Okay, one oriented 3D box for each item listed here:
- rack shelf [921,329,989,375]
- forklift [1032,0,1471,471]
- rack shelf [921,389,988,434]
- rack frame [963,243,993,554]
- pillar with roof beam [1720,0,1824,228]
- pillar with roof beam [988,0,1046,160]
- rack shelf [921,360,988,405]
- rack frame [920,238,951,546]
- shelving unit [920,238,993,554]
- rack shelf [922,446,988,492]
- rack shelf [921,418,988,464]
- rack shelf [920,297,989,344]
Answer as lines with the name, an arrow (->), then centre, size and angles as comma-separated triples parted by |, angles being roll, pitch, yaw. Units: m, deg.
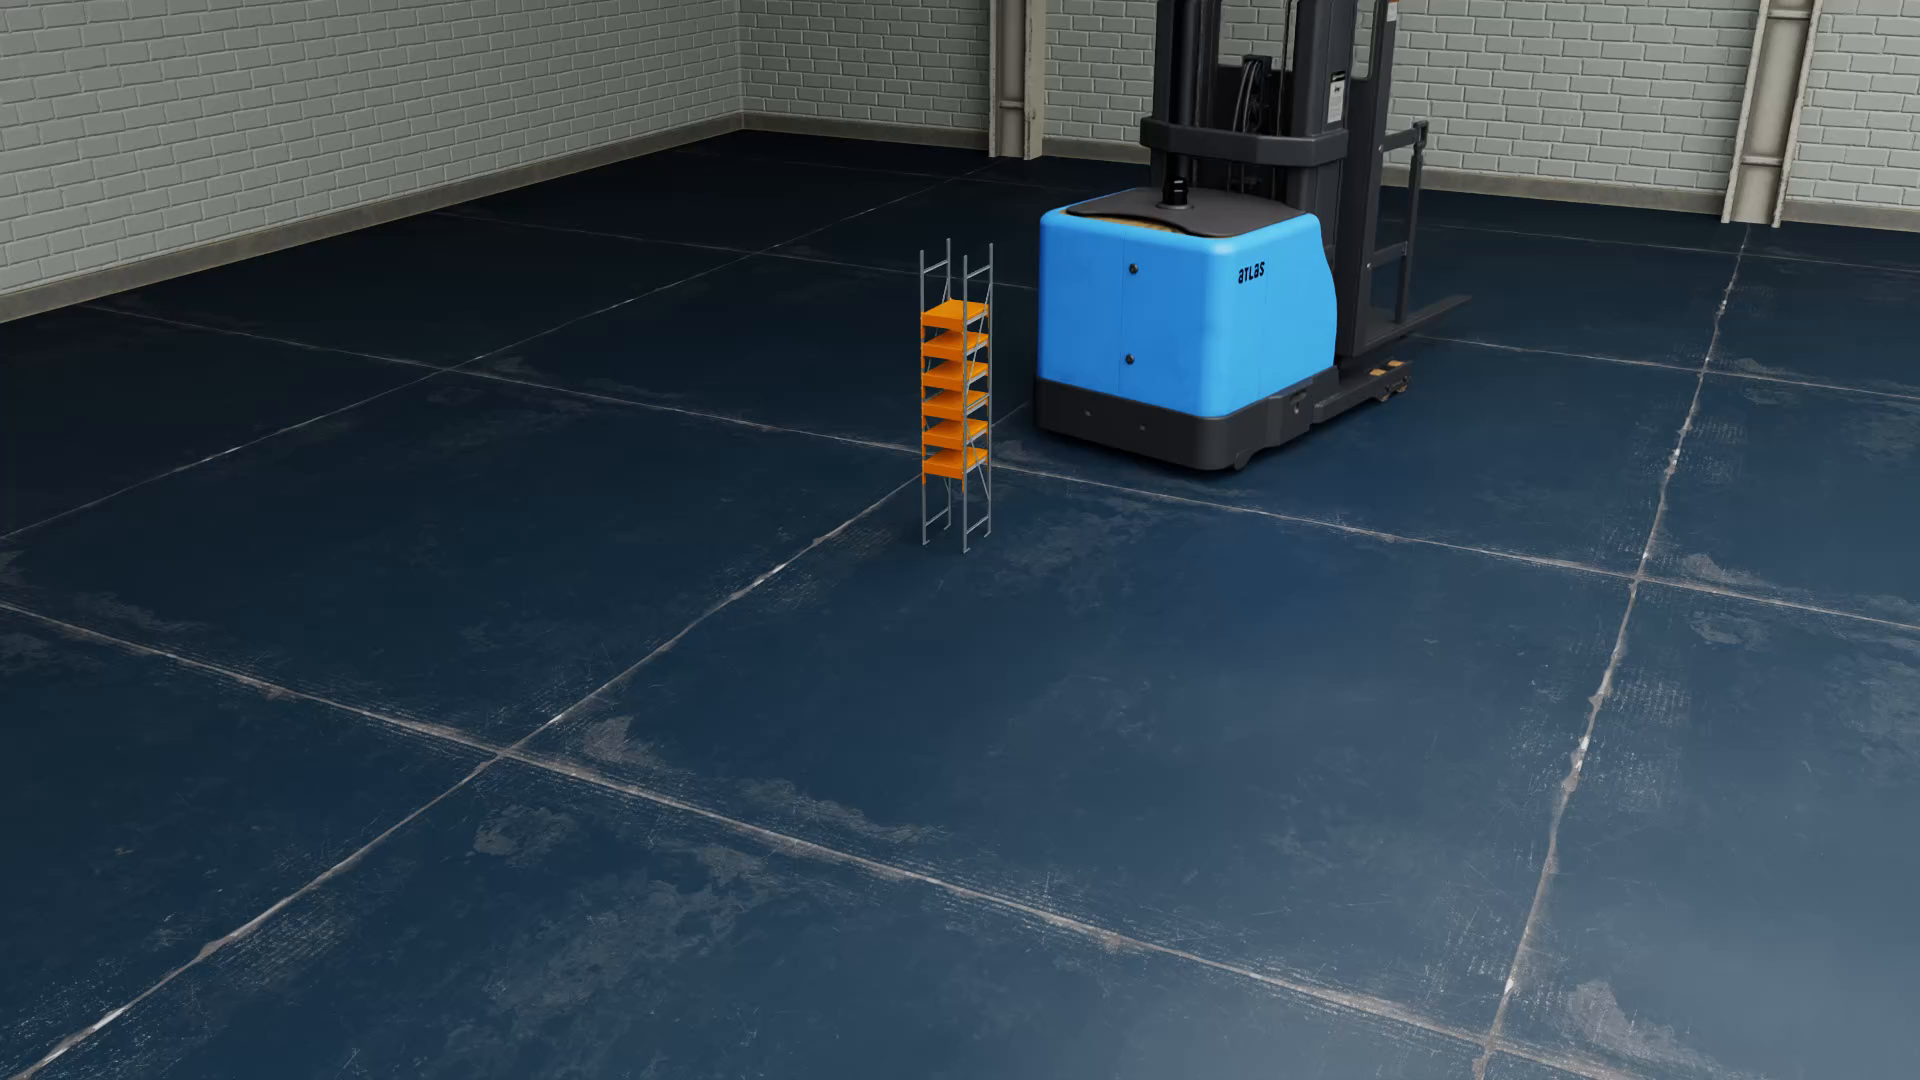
rack shelf -> -0.013, -0.735, 6.445 | 0.180, 0.103, 0.258 | 11, 25, 25
forklift -> 1.673, -2.156, 8.074 | 1.130, 2.935, 3.031 | 18, 29, 36
rack shelf -> -0.013, -0.514, 6.539 | 0.180, 0.103, 0.258 | 11, 25, 25
rack frame -> 0.069, -0.539, 6.483 | 0.006, 1.200, 0.240 | 11, 25, 25
pillar with roof beam -> 3.908, -4.998, 7.004 | 0.400, 9.000, 9.100 | 11, 25, 25
pillar with roof beam -> -1.446, -6.057, 9.495 | 0.400, 9.000, 9.100 | 11, 25, 25
rack shelf -> -0.013, -0.624, 6.492 | 0.180, 0.103, 0.258 | 11, 25, 25
rack frame -> -0.095, -0.571, 6.559 | 0.006, 1.200, 0.240 | 11, 25, 25
shelving unit -> -0.013, -0.555, 6.521 | 0.189, 1.200, 0.258 | 11, 25, 25
rack shelf -> -0.013, -0.293, 6.633 | 0.180, 0.103, 0.258 | 11, 25, 25
rack shelf -> -0.013, -0.403, 6.586 | 0.180, 0.103, 0.258 | 11, 25, 25
rack shelf -> -0.013, -0.845, 6.398 | 0.180, 0.103, 0.258 | 11, 25, 25
